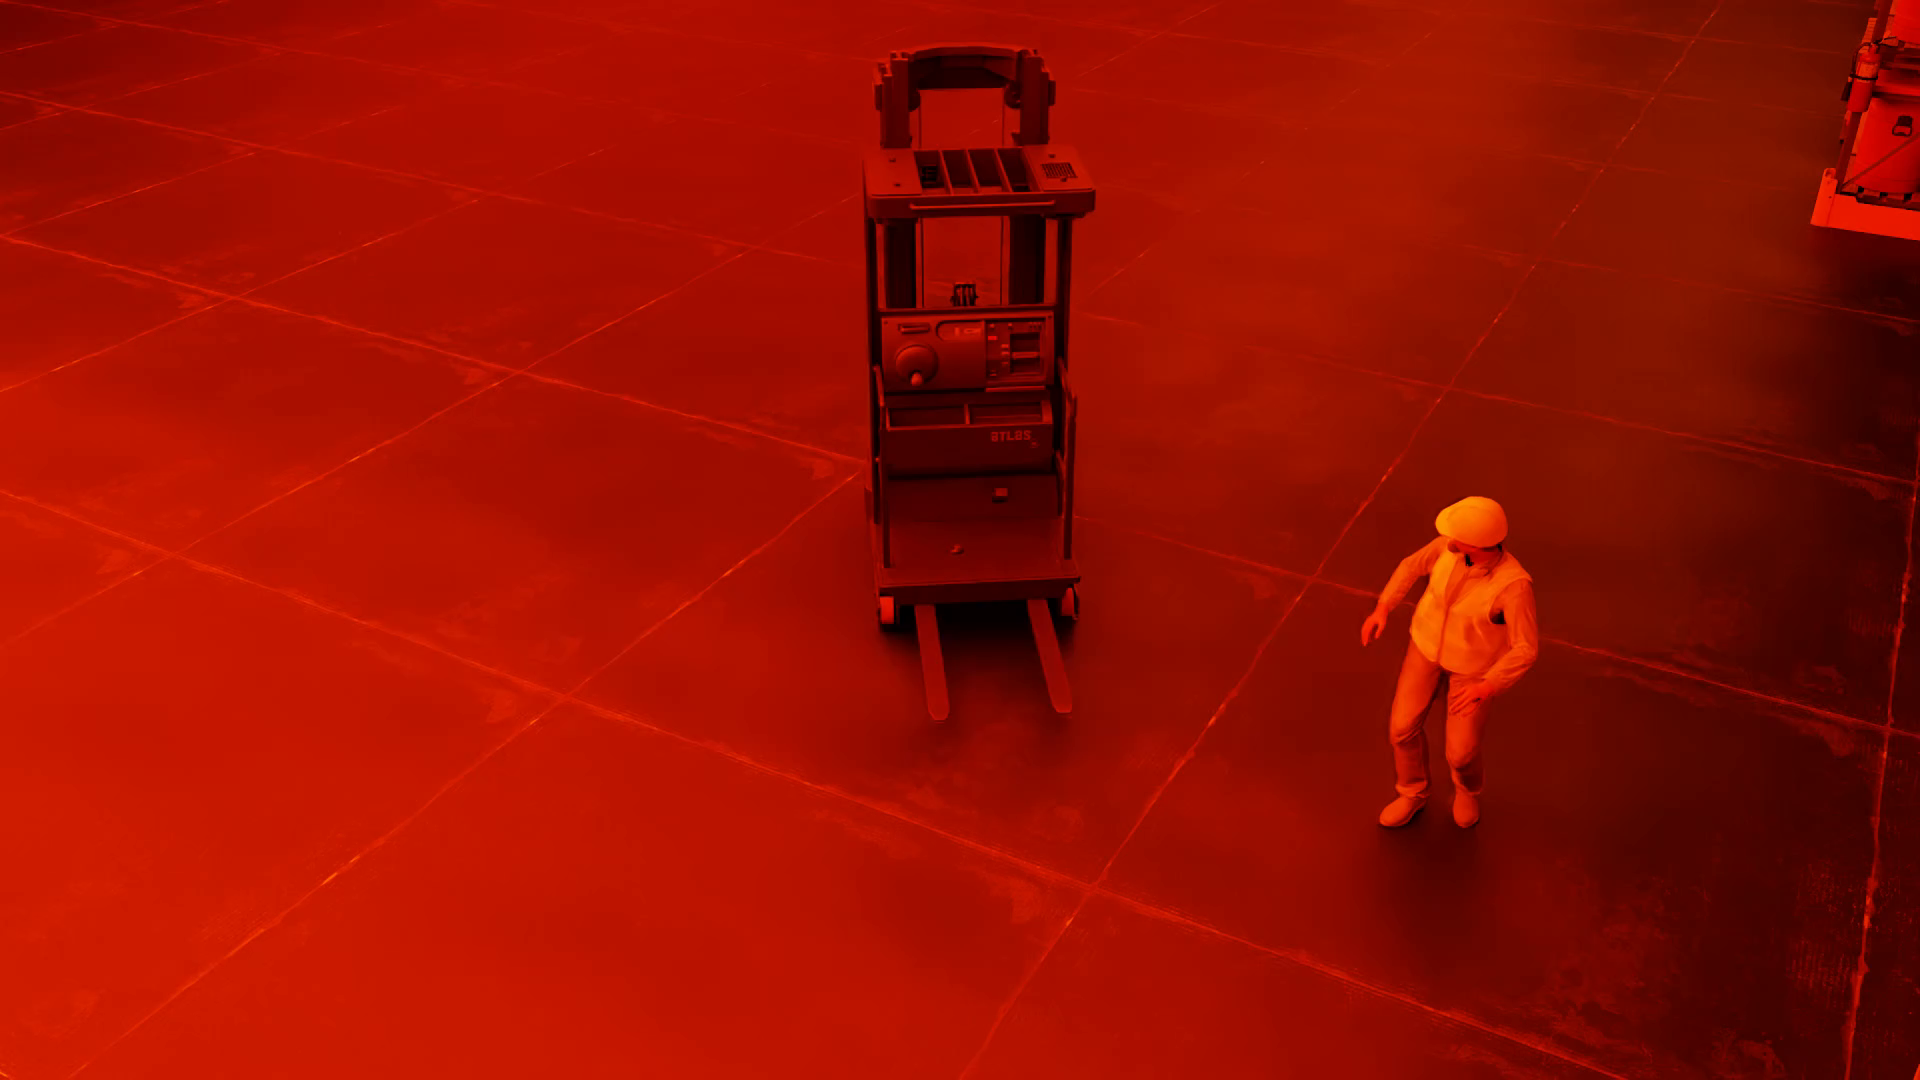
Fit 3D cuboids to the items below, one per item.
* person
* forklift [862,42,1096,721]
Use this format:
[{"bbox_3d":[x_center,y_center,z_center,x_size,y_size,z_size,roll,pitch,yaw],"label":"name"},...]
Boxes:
[{"bbox_3d":[2.149,0.563,7.353,0.777,1.687,0.716,24,38,35],"label":"person"},{"bbox_3d":[0.067,-0.973,8.756,1.130,2.935,3.031,-3,30,-5],"label":"forklift"}]
